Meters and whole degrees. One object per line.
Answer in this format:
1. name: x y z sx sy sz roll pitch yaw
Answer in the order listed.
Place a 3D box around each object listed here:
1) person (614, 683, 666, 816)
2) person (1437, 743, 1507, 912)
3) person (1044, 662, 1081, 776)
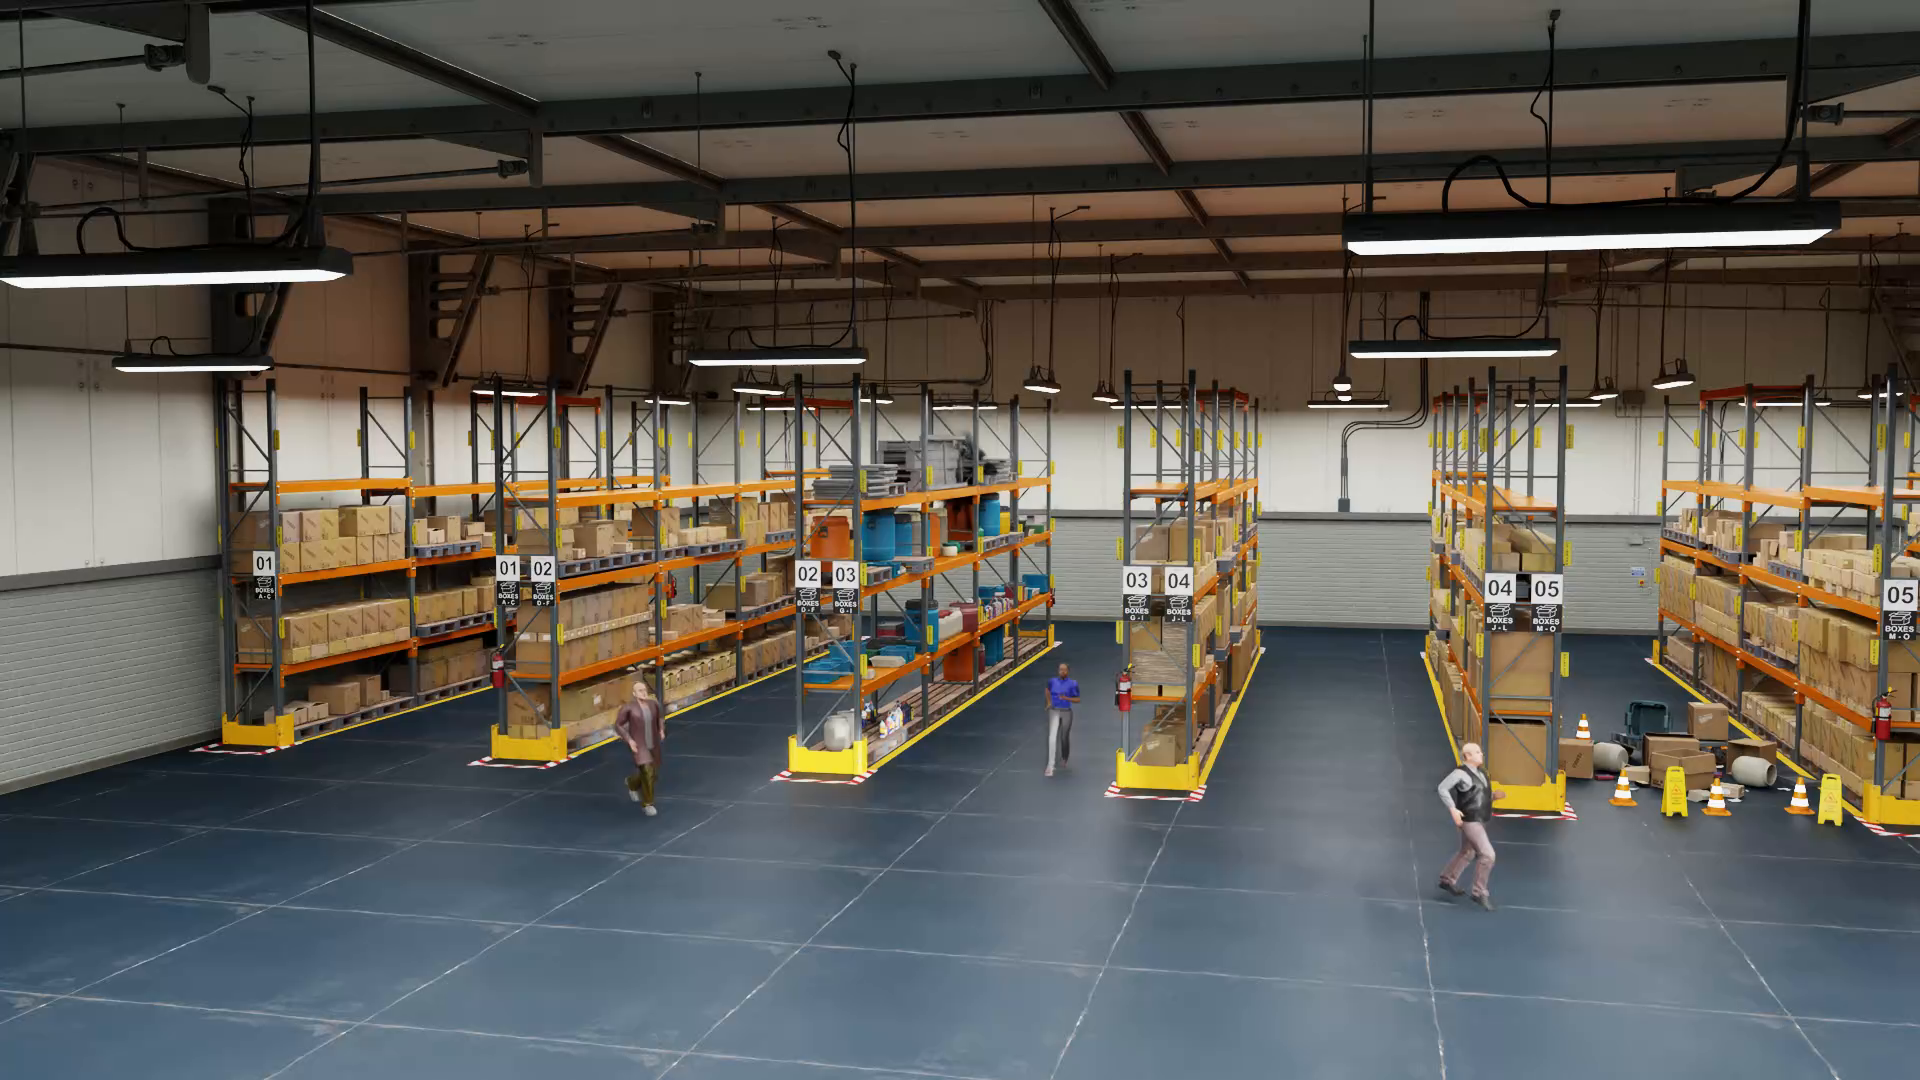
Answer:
1. person: -4.288 2.793 22.397 0.706 1.763 0.747 -3 5 -43
2. person: 5.497 3.070 17.882 0.767 1.782 0.625 3 4 39
3. person: 1.528 2.637 24.861 0.568 1.643 0.932 1 3 10
